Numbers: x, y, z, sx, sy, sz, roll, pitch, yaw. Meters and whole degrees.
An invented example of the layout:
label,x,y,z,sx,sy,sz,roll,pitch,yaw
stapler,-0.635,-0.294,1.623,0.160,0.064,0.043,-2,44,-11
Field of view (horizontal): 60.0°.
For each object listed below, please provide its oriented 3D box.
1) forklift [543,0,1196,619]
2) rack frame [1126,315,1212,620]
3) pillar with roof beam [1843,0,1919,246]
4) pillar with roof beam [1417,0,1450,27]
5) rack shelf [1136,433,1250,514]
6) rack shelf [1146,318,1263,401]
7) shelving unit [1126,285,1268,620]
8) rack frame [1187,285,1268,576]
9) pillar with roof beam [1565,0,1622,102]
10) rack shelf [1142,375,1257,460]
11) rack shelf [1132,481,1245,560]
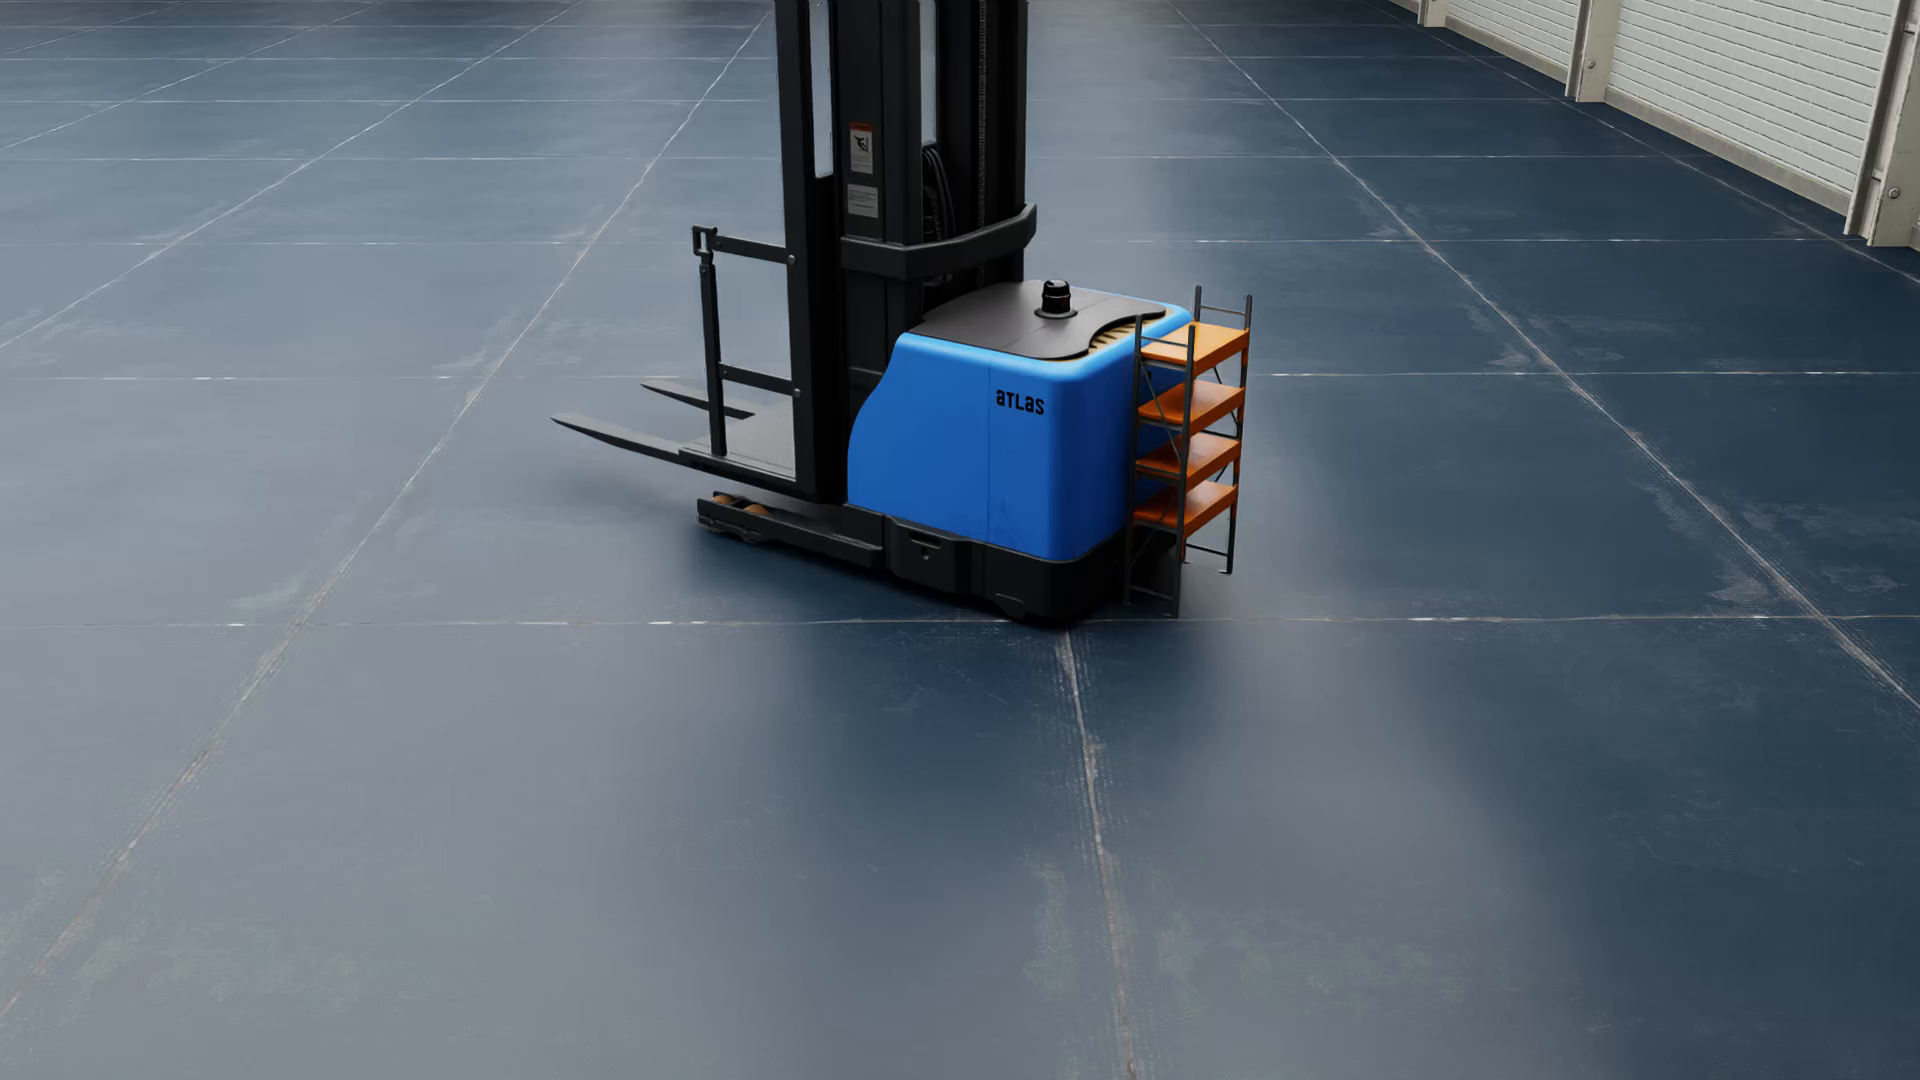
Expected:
label,x,y,z,sx,sy,sz,roll,pitch,yaw
forklift,-0.544,-1.472,6.947,3.031,2.935,1.130,15,28,29
rack frame,0.790,-0.259,6.353,0.240,1.200,0.015,18,30,29
pillar with roof beam,2.360,-6.264,10.180,9.100,9.000,0.400,0,24,-1
pillar with roof beam,2.229,-11.209,21.113,9.100,9.000,0.400,0,24,-1
rack shelf,0.923,-0.282,6.567,0.258,0.148,0.480,18,30,29
rack shelf,0.939,-0.696,6.367,0.258,0.148,0.480,18,30,29
shelving unit,0.926,-0.342,6.538,0.258,1.200,0.503,18,30,29
rack frame,1.061,-0.426,6.722,0.240,1.200,0.015,18,30,29
pillar with roof beam,2.294,-8.737,15.647,9.100,9.000,0.400,0,24,-1
rack shelf,0.931,-0.483,6.470,0.258,0.148,0.480,18,30,29
rack shelf,0.916,-0.103,6.653,0.258,0.148,0.480,18,30,29
